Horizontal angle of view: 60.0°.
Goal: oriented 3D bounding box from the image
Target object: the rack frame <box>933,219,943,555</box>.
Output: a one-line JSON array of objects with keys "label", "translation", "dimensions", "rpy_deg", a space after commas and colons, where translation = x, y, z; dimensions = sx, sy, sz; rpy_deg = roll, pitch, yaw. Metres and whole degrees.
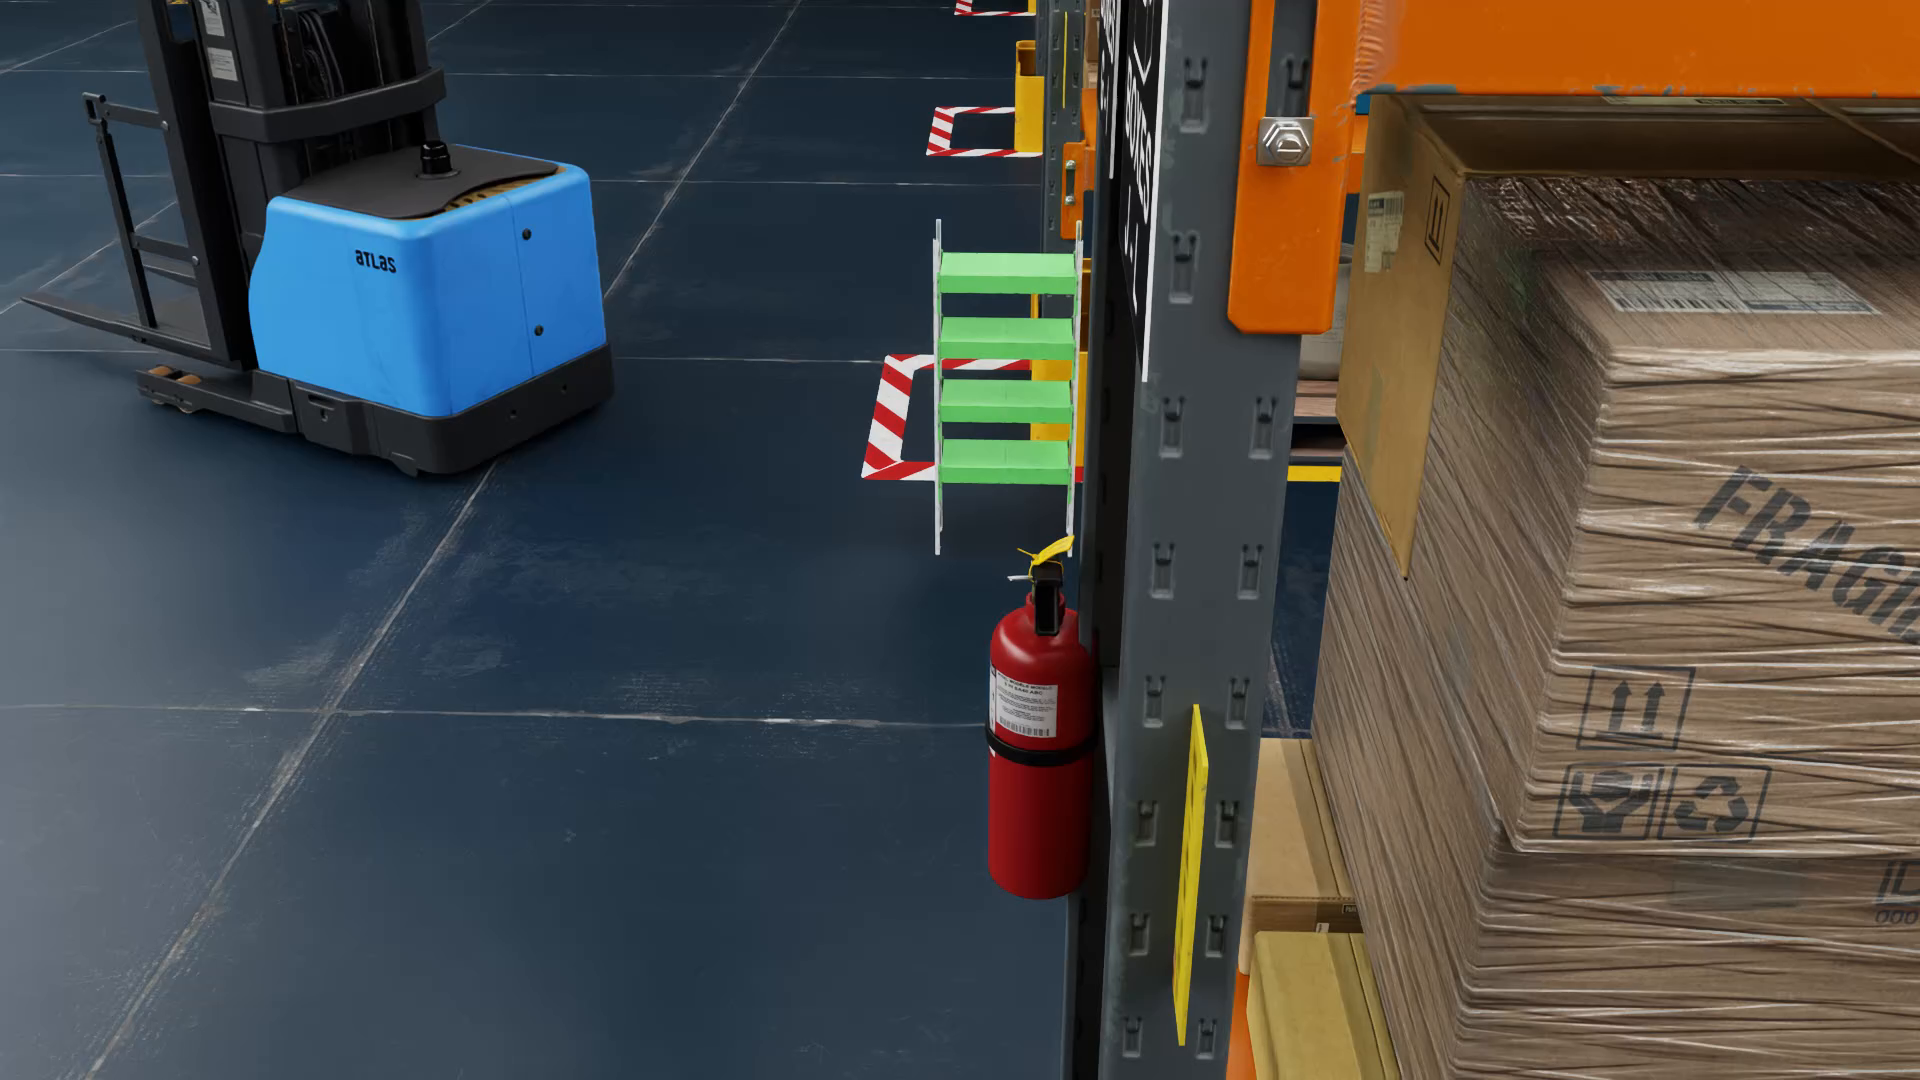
[{"label": "rack frame", "translation": [-0.078, -0.531, 5.971], "dimensions": [0.015, 1.200, 0.240], "rpy_deg": [1, 28, 2]}]

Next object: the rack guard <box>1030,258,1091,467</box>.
[{"label": "rack guard", "translation": [0.482, -0.795, 7.215], "dimensions": [0.348, 0.500, 1.175], "rpy_deg": [1, 28, 2]}]

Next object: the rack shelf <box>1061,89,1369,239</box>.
[{"label": "rack shelf", "translation": [2.403, -1.527, 6.697], "dimensions": [4.000, 0.370, 1.077], "rpy_deg": [1, 28, 2]}]

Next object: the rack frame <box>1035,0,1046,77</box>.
[{"label": "rack frame", "translation": [0.583, -4.197, 10.964], "dimensions": [0.127, 3.000, 1.000], "rpy_deg": [1, 28, 2]}]

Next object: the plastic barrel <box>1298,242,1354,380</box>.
[{"label": "plastic barrel", "translation": [1.566, -0.981, 7.106], "dimensions": [0.421, 0.512, 0.421], "rpy_deg": [0, 28, 0]}]

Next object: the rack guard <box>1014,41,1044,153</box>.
[{"label": "rack guard", "translation": [0.559, -3.093, 11.550], "dimensions": [0.348, 0.500, 1.175], "rpy_deg": [1, 28, 2]}]

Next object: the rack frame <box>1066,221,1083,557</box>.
[{"label": "rack frame", "translation": [0.409, -0.523, 5.956], "dimensions": [0.015, 1.200, 0.240], "rpy_deg": [1, 28, 2]}]

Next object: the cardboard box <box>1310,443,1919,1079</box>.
[{"label": "cardboard box", "translation": [0.779, 0.287, 2.083], "dimensions": [0.500, 0.500, 0.875], "rpy_deg": [1, 28, 2]}]

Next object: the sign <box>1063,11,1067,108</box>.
[{"label": "sign", "translation": [0.381, -1.743, 6.040], "dimensions": [0.005, 0.325, 0.100], "rpy_deg": [1, 28, 2]}]

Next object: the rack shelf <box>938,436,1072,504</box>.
[{"label": "rack shelf", "translation": [0.165, -0.259, 6.106], "dimensions": [0.480, 0.148, 0.258], "rpy_deg": [1, 28, 2]}]

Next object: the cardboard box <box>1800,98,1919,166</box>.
[{"label": "cardboard box", "translation": [1.288, -0.278, 2.080], "dimensions": [0.500, 0.500, 0.500], "rpy_deg": [1, 28, 2]}]

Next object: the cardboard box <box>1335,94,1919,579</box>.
[{"label": "cardboard box", "translation": [0.788, -0.284, 2.091], "dimensions": [0.500, 0.500, 0.500], "rpy_deg": [1, 28, 2]}]

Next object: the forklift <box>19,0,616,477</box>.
[{"label": "forklift", "translation": [-3.049, -2.045, 6.978], "dimensions": [3.031, 2.935, 1.130], "rpy_deg": [15, 32, 27]}]

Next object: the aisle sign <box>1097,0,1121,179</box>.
[{"label": "aisle sign", "translation": [0.179, -0.850, 1.875], "dimensions": [0.004, 0.787, 0.394], "rpy_deg": [1, 28, 2]}]

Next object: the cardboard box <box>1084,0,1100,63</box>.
[{"label": "cardboard box", "translation": [1.130, -3.629, 11.580], "dimensions": [0.500, 0.500, 0.500], "rpy_deg": [1, 28, 2]}]

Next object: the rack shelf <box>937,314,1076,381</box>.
[{"label": "rack shelf", "translation": [0.165, -0.683, 5.881], "dimensions": [0.480, 0.148, 0.258], "rpy_deg": [1, 28, 2]}]

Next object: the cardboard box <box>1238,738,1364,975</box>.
[{"label": "cardboard box", "translation": [0.522, 0.459, 2.449], "dimensions": [0.250, 0.149, 0.380], "rpy_deg": [1, 28, 2]}]

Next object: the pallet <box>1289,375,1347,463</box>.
[{"label": "pallet", "translation": [1.294, -0.651, 7.253], "dimensions": [1.213, 0.211, 1.003], "rpy_deg": [1, 28, 2]}]

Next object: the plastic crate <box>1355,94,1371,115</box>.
[{"label": "plastic crate", "translation": [1.564, -1.931, 6.849], "dimensions": [0.408, 0.251, 0.499], "rpy_deg": [1, 28, 2]}]

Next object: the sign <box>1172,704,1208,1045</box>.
[{"label": "sign", "translation": [0.211, 0.312, 1.535], "dimensions": [0.005, 0.325, 0.100], "rpy_deg": [1, 28, 2]}]

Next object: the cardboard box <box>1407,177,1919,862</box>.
[{"label": "cardboard box", "translation": [0.770, -0.041, 1.632], "dimensions": [0.500, 0.500, 0.500], "rpy_deg": [1, 28, 2]}]

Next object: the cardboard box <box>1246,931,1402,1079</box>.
[{"label": "cardboard box", "translation": [0.506, 0.667, 2.056], "dimensions": [0.250, 0.149, 0.380], "rpy_deg": [1, 28, 2]}]

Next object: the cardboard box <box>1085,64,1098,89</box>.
[{"label": "cardboard box", "translation": [1.111, -3.054, 11.296], "dimensions": [0.500, 0.250, 0.500], "rpy_deg": [1, 28, 2]}]

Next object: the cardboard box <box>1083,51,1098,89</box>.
[{"label": "cardboard box", "translation": [1.130, -3.297, 11.754], "dimensions": [0.500, 0.250, 0.500], "rpy_deg": [1, 28, 2]}]

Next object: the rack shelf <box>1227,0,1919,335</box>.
[{"label": "rack shelf", "translation": [2.229, -0.534, 1.621], "dimensions": [4.000, 0.370, 1.077], "rpy_deg": [1, 28, 2]}]

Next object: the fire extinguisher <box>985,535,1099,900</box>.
[{"label": "fire extinguisher", "translation": [0.132, 0.257, 2.646], "dimensions": [0.183, 0.674, 0.296], "rpy_deg": [1, 28, 2]}]

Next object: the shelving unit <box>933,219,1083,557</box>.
[{"label": "shelving unit", "translation": [0.165, -0.527, 5.964], "dimensions": [0.503, 1.200, 0.258], "rpy_deg": [1, 28, 2]}]

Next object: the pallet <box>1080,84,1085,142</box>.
[{"label": "pallet", "translation": [1.349, -2.972, 11.630], "dimensions": [1.213, 0.211, 1.003], "rpy_deg": [1, 28, 2]}]

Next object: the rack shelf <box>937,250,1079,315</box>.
[{"label": "rack shelf", "translation": [0.165, -0.895, 5.769], "dimensions": [0.480, 0.148, 0.258], "rpy_deg": [1, 28, 2]}]

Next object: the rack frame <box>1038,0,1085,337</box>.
[{"label": "rack frame", "translation": [0.405, -1.878, 6.590], "dimensions": [0.127, 3.000, 1.000], "rpy_deg": [1, 28, 2]}]

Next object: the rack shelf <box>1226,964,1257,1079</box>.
[{"label": "rack shelf", "translation": [2.229, 0.791, 2.323], "dimensions": [4.000, 0.370, 1.077], "rpy_deg": [1, 28, 2]}]

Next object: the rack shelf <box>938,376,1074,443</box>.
[{"label": "rack shelf", "translation": [0.165, -0.471, 5.994], "dimensions": [0.480, 0.148, 0.258], "rpy_deg": [1, 28, 2]}]

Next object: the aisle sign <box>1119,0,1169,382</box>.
[{"label": "aisle sign", "translation": [0.157, -0.569, 1.345], "dimensions": [0.004, 0.787, 0.394], "rpy_deg": [1, 28, 2]}]

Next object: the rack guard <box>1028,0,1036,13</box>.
[{"label": "rack guard", "translation": [0.830, -5.410, 15.921], "dimensions": [0.348, 0.500, 1.175], "rpy_deg": [1, 28, 2]}]
